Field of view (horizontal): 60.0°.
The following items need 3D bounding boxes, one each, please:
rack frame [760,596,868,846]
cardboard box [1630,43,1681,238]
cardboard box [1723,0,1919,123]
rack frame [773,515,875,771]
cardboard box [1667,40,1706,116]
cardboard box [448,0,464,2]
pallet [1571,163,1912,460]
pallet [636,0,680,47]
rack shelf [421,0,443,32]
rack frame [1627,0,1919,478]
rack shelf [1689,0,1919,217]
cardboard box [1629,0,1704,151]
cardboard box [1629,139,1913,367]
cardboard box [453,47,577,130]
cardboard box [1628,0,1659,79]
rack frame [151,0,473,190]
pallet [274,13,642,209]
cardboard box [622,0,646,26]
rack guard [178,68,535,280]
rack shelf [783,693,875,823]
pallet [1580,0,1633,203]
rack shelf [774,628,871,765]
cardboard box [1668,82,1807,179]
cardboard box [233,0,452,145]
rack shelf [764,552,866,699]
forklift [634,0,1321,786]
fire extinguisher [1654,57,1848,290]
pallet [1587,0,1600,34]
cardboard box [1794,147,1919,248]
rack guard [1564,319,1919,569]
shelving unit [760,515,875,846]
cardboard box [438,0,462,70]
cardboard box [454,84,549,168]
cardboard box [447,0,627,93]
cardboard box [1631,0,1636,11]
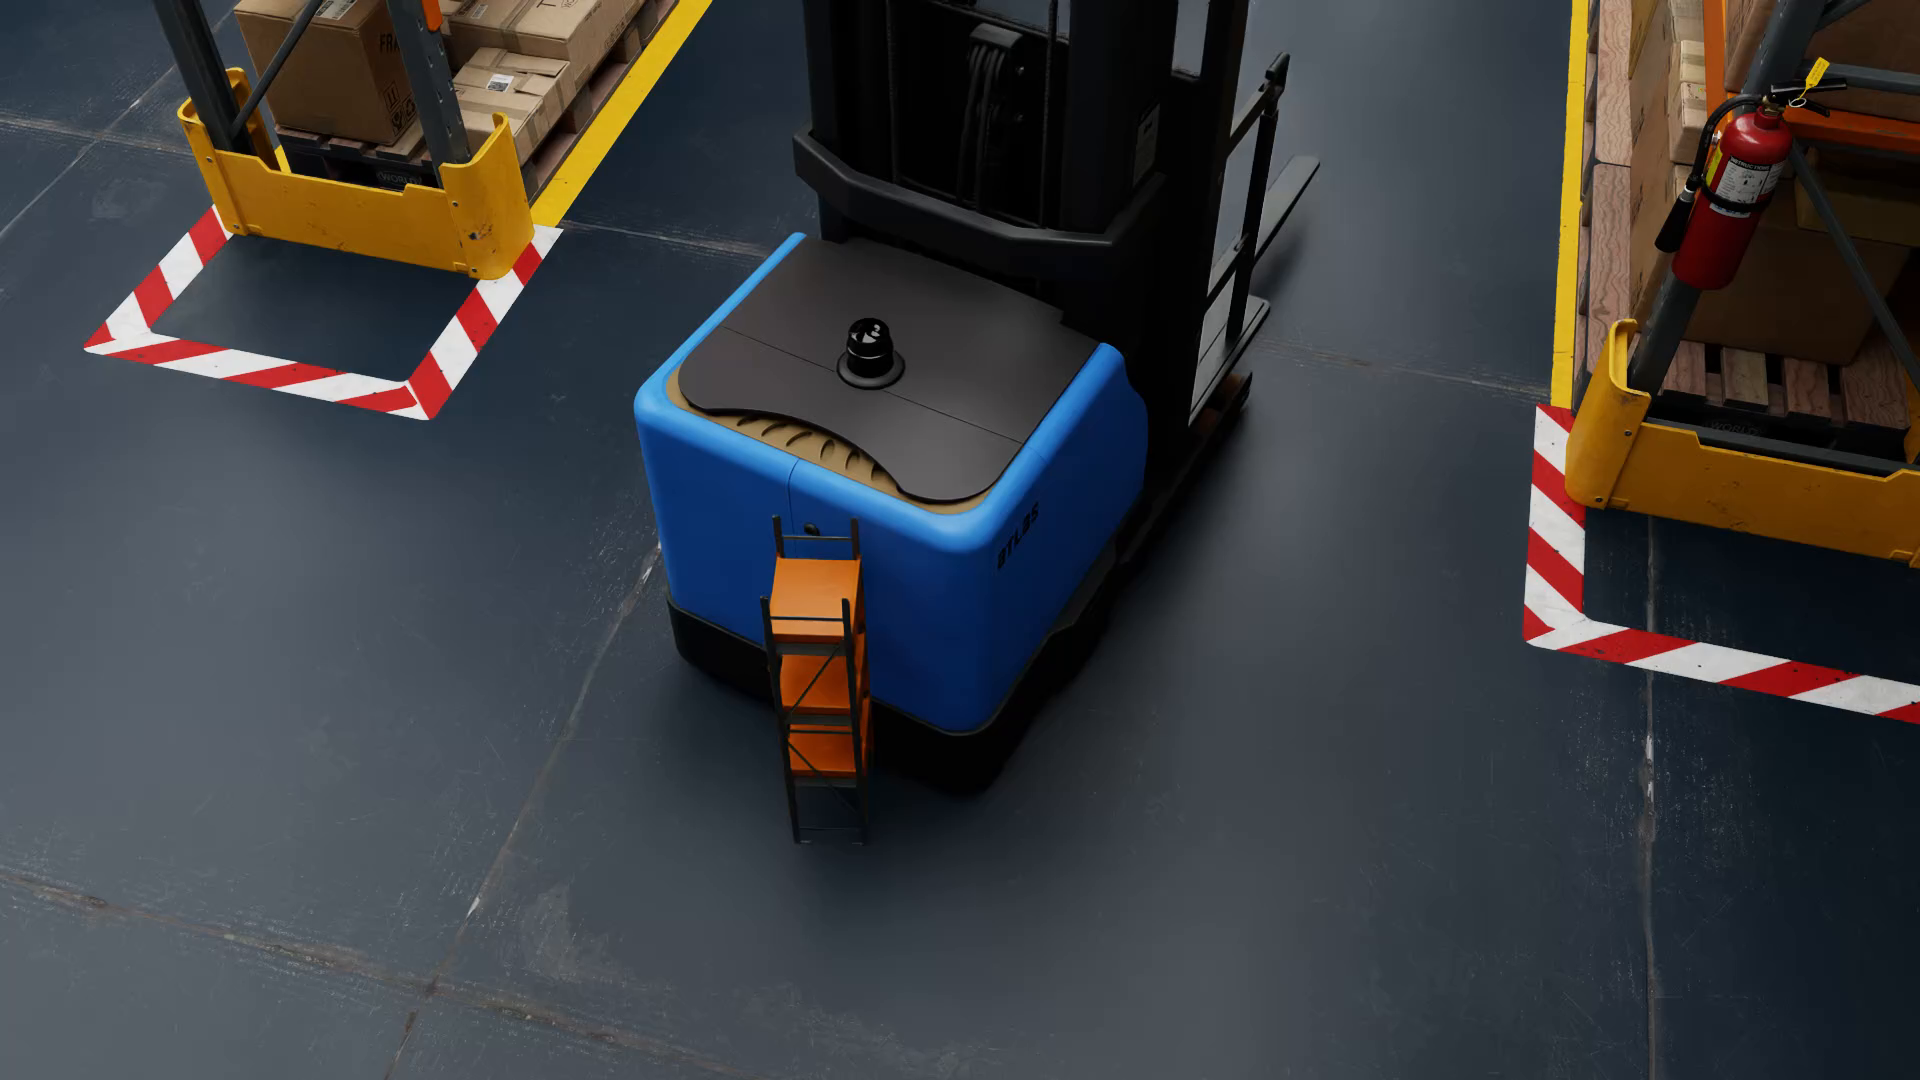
[{"bbox_3d":[-0.349,0.478,4.128,0.200,1.050,0.008,2,49,2],"label":"rack frame"},{"bbox_3d":[2.782,-1.341,5.820,0.700,0.500,0.500,11,50,10],"label":"cardboard box"},{"bbox_3d":[2.688,-1.612,4.472,0.980,0.700,0.700,14,50,12],"label":"cardboard box"},{"bbox_3d":[-0.339,0.296,4.289,0.200,1.050,0.008,2,49,2],"label":"rack frame"},{"bbox_3d":[2.575,-1.508,5.535,0.380,0.149,0.250,13,50,11],"label":"cardboard box"},{"bbox_3d":[-2.033,-2.475,6.974,0.500,0.250,0.500,12,50,10],"label":"cardboard box"},{"bbox_3d":[2.698,-0.812,5.826,1.003,0.211,1.213,12,50,10],"label":"pallet"},{"bbox_3d":[-1.665,-2.705,7.497,1.003,0.211,1.213,12,50,10],"label":"pallet"},{"bbox_3d":[-1.691,-3.325,6.664,1.077,0.370,4.000,12,50,10],"label":"rack shelf"},{"bbox_3d":[2.563,-1.141,4.257,1.000,3.000,0.127,12,50,10],"label":"rack frame"},{"bbox_3d":[3.089,-2.350,5.803,1.077,0.370,4.000,12,50,10],"label":"rack shelf"},{"bbox_3d":[2.914,-1.705,6.141,0.700,0.500,0.500,10,49,9],"label":"cardboard box"},{"bbox_3d":[2.651,-0.979,5.501,0.700,0.500,0.500,12,50,10],"label":"cardboard box"},{"bbox_3d":[-1.709,-1.740,6.382,0.380,0.166,0.250,12,50,10],"label":"cardboard box"},{"bbox_3d":[3.047,-2.092,6.483,0.700,0.500,0.500,13,50,11],"label":"cardboard box"},{"bbox_3d":[-2.217,-2.116,5.117,1.000,3.000,0.127,12,50,10],"label":"rack frame"},{"bbox_3d":[-1.988,-1.825,6.720,1.003,0.211,1.213,12,50,10],"label":"pallet"},{"bbox_3d":[-1.537,-2.413,6.919,0.500,0.250,0.500,12,50,10],"label":"cardboard box"},{"bbox_3d":[-2.197,-1.344,6.103,1.175,0.500,0.348,12,50,10],"label":"rack guard"},{"bbox_3d":[-0.344,0.578,4.425,0.215,0.259,0.240,2,49,2],"label":"rack shelf"},{"bbox_3d":[3.021,-1.692,6.603,1.003,0.211,1.213,12,50,10],"label":"pallet"},{"bbox_3d":[-0.344,0.394,4.216,0.215,0.259,0.240,2,49,2],"label":"rack shelf"},{"bbox_3d":[2.509,-1.323,5.371,0.380,0.149,0.250,11,49,10],"label":"cardboard box"},{"bbox_3d":[-2.312,-1.877,6.279,0.500,0.500,0.500,12,50,10],"label":"cardboard box"},{"bbox_3d":[-0.344,0.206,4.003,0.215,0.259,0.240,2,49,2],"label":"rack shelf"},{"bbox_3d":[0.321,-1.401,4.532,1.130,2.935,3.031,23,52,19],"label":"forklift"},{"bbox_3d":[2.078,-0.974,4.410,0.296,0.674,0.183,12,50,10],"label":"fire extinguisher"},{"bbox_3d":[3.340,-2.577,7.384,1.003,0.211,1.213,12,50,10],"label":"pallet"},{"bbox_3d":[2.811,-1.064,5.143,0.380,0.149,0.250,12,50,10],"label":"cardboard box"},{"bbox_3d":[2.557,-0.297,5.179,1.175,0.500,0.348,12,50,10],"label":"rack guard"},{"bbox_3d":[-0.344,0.387,4.208,0.215,1.050,0.252,2,49,2],"label":"shelving unit"},{"bbox_3d":[-2.118,-2.041,6.647,0.380,0.166,0.250,12,50,10],"label":"cardboard box"},{"bbox_3d":[-1.775,-1.554,6.228,0.380,0.149,0.250,12,50,10],"label":"cardboard box"},{"bbox_3d":[-1.669,-2.051,6.600,0.500,0.250,0.500,12,50,10],"label":"cardboard box"},{"bbox_3d":[3.185,-2.463,6.810,0.700,0.500,0.500,11,50,10],"label":"cardboard box"}]
